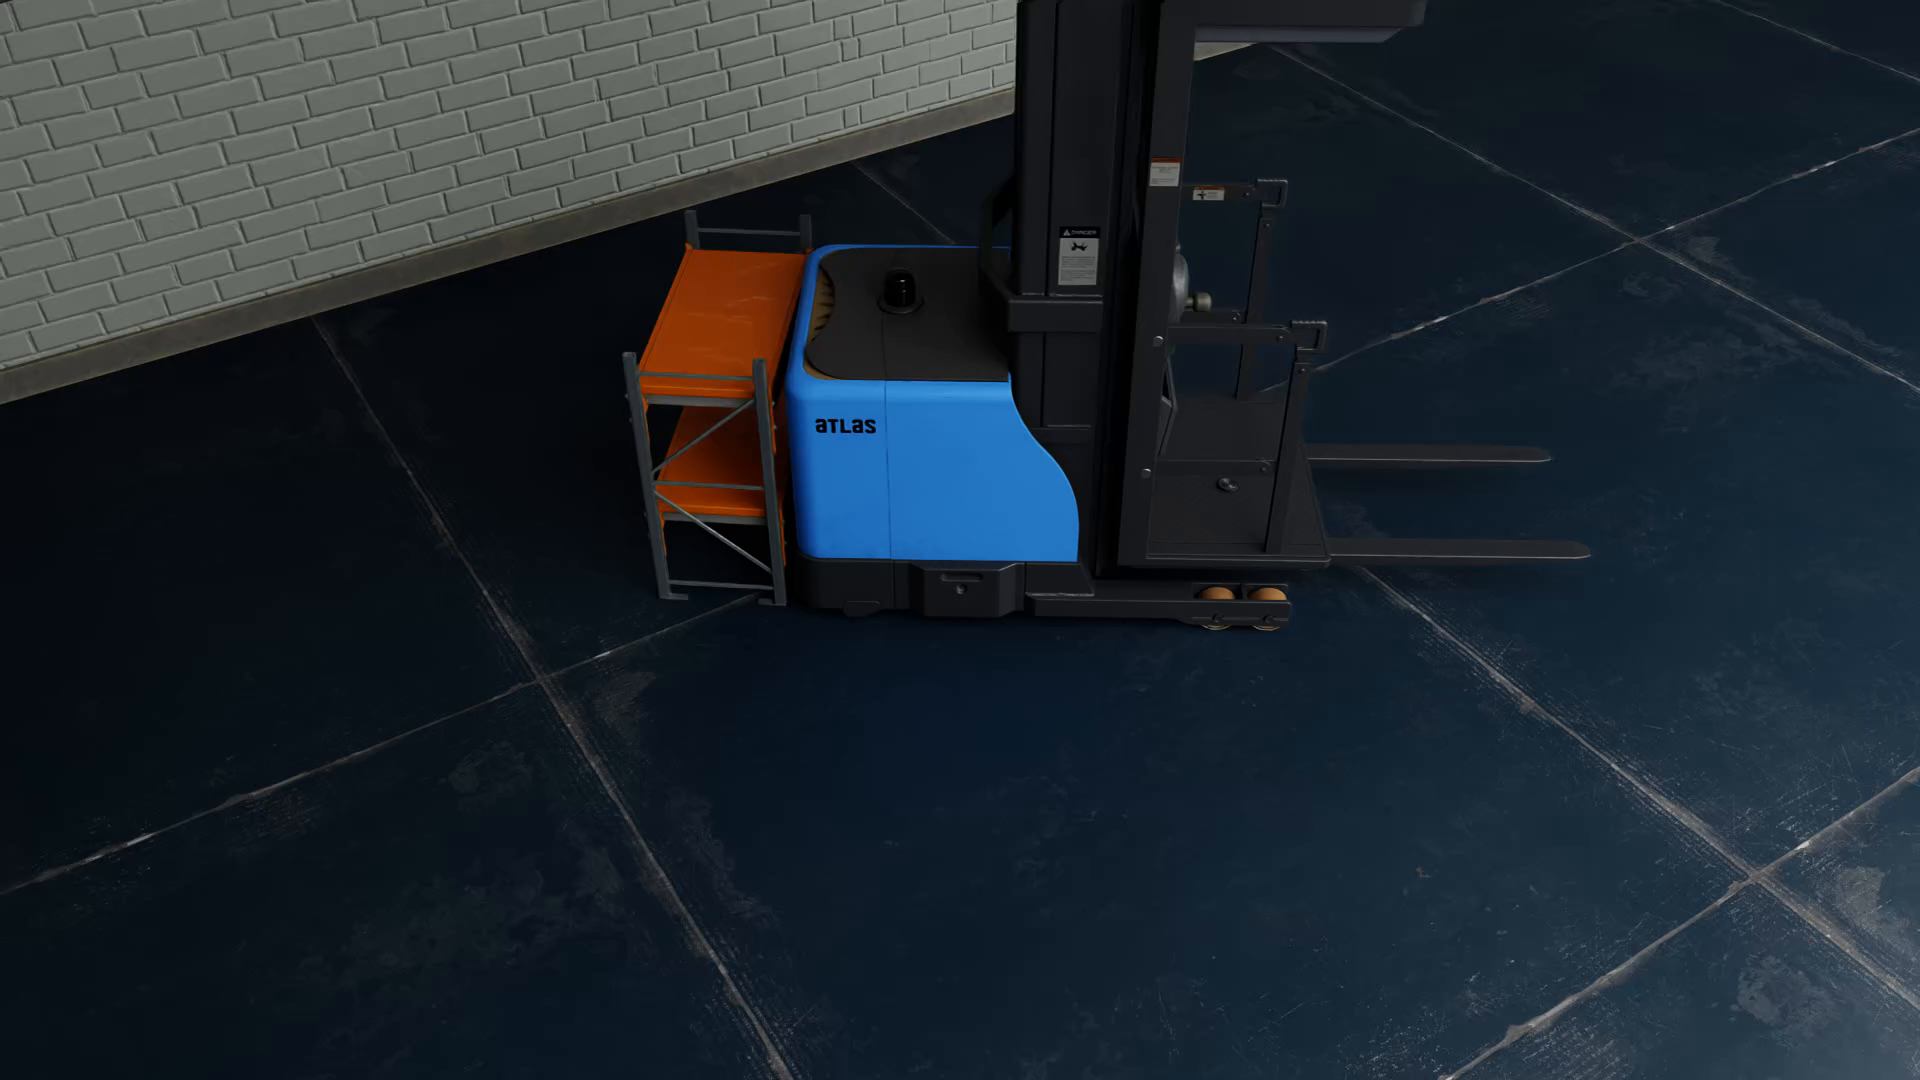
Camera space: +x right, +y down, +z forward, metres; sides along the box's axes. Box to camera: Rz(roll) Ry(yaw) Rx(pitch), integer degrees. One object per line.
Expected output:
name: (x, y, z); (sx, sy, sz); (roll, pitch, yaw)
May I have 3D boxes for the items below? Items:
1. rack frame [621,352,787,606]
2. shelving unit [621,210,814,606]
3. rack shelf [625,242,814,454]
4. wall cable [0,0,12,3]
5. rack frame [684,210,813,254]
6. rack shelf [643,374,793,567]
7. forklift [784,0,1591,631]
rack frame: (-0.921, -0.199, 6.110); (0.500, 1.125, 0.032); (3, 40, 4)
shelving unit: (-0.879, -0.523, 6.499); (0.538, 1.125, 1.048); (3, 40, 4)
rack shelf: (-0.879, -0.748, 6.312); (0.538, 0.278, 1.000); (3, 40, 4)
wall cable: (-4.812, -2.652, 5.329); (3.097, 2.526, 0.112); (-22, 45, -24)
rack frame: (-0.836, -0.847, 6.888); (0.500, 1.125, 0.032); (3, 40, 4)
rack shelf: (-0.879, -0.335, 6.656); (0.538, 0.278, 1.000); (3, 40, 4)
forklift: (0.897, -1.127, 5.813); (3.031, 2.935, 1.130); (1, 40, 1)
